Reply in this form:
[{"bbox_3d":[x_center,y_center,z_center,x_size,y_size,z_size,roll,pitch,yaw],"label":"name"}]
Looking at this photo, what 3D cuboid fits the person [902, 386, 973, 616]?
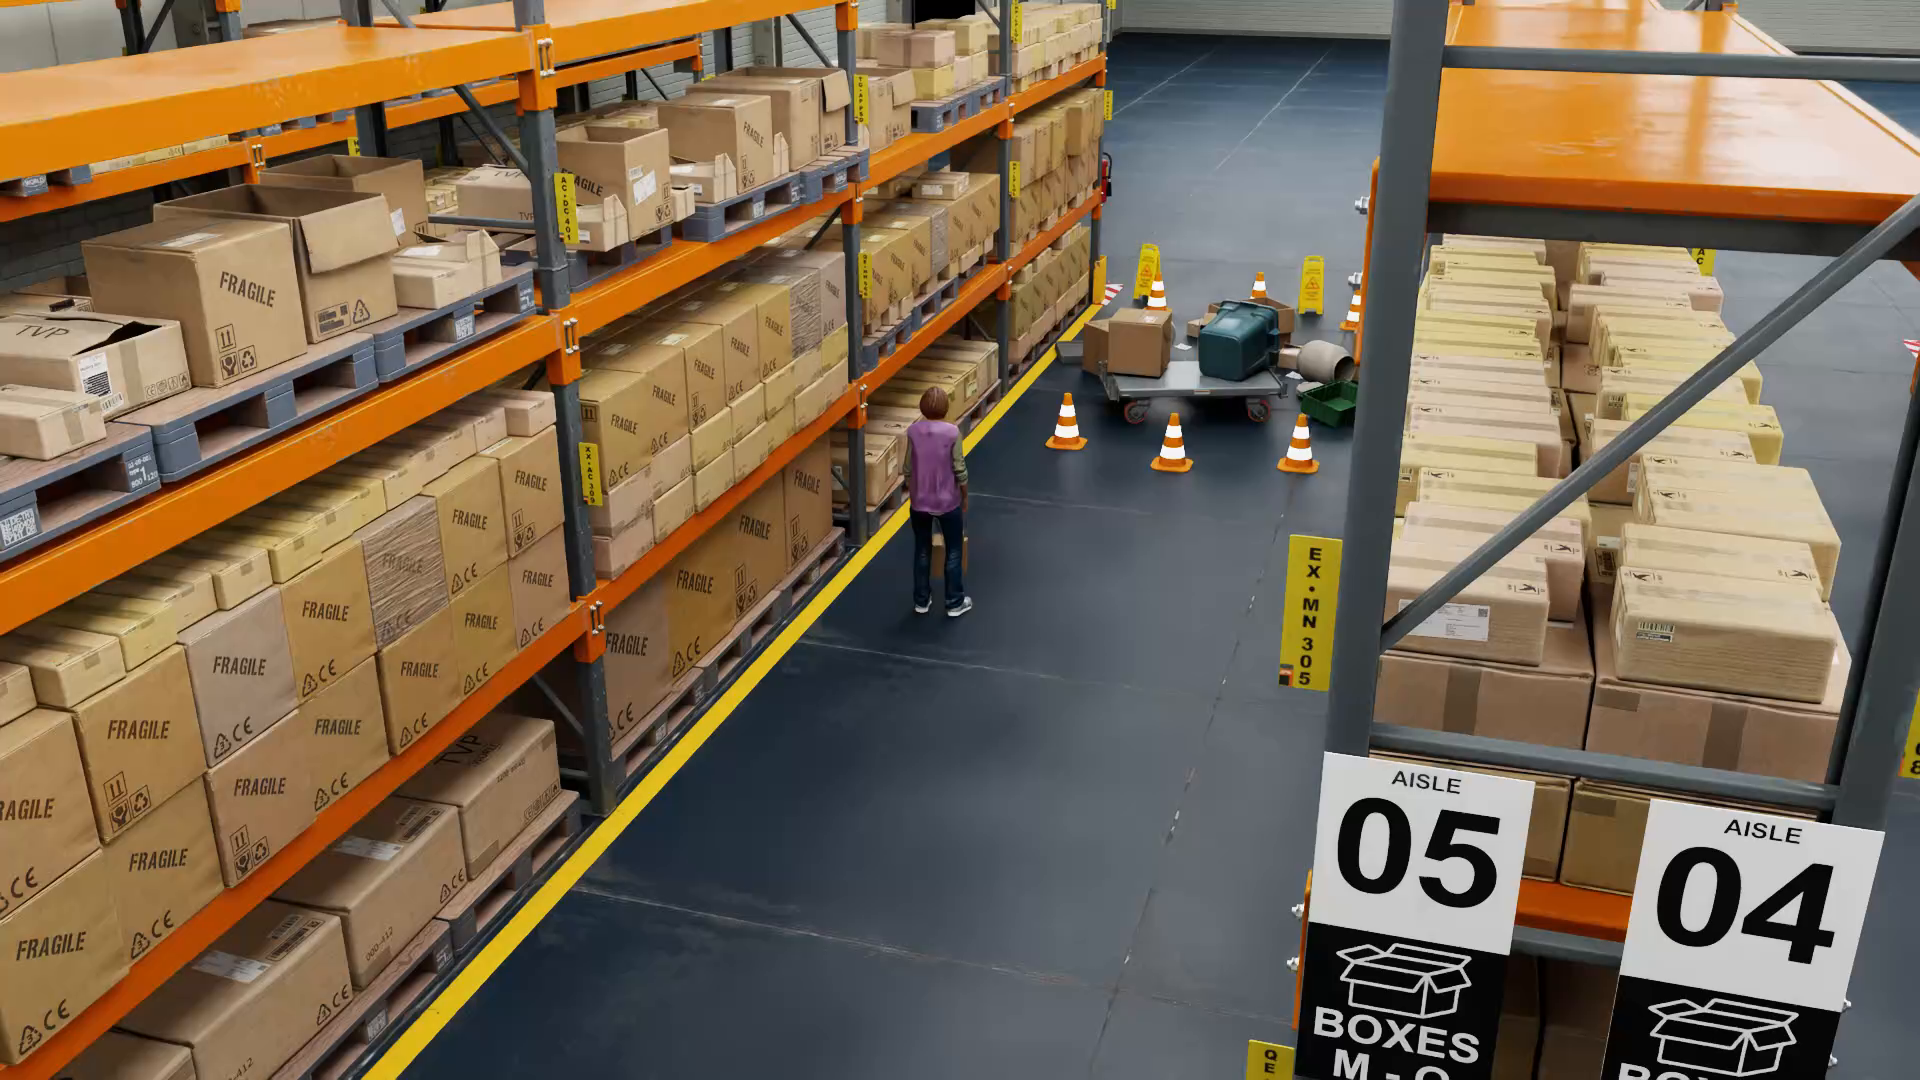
[{"bbox_3d":[-0.162,-0.249,11.212,0.460,1.593,0.343,6,23,14],"label":"person"}]
